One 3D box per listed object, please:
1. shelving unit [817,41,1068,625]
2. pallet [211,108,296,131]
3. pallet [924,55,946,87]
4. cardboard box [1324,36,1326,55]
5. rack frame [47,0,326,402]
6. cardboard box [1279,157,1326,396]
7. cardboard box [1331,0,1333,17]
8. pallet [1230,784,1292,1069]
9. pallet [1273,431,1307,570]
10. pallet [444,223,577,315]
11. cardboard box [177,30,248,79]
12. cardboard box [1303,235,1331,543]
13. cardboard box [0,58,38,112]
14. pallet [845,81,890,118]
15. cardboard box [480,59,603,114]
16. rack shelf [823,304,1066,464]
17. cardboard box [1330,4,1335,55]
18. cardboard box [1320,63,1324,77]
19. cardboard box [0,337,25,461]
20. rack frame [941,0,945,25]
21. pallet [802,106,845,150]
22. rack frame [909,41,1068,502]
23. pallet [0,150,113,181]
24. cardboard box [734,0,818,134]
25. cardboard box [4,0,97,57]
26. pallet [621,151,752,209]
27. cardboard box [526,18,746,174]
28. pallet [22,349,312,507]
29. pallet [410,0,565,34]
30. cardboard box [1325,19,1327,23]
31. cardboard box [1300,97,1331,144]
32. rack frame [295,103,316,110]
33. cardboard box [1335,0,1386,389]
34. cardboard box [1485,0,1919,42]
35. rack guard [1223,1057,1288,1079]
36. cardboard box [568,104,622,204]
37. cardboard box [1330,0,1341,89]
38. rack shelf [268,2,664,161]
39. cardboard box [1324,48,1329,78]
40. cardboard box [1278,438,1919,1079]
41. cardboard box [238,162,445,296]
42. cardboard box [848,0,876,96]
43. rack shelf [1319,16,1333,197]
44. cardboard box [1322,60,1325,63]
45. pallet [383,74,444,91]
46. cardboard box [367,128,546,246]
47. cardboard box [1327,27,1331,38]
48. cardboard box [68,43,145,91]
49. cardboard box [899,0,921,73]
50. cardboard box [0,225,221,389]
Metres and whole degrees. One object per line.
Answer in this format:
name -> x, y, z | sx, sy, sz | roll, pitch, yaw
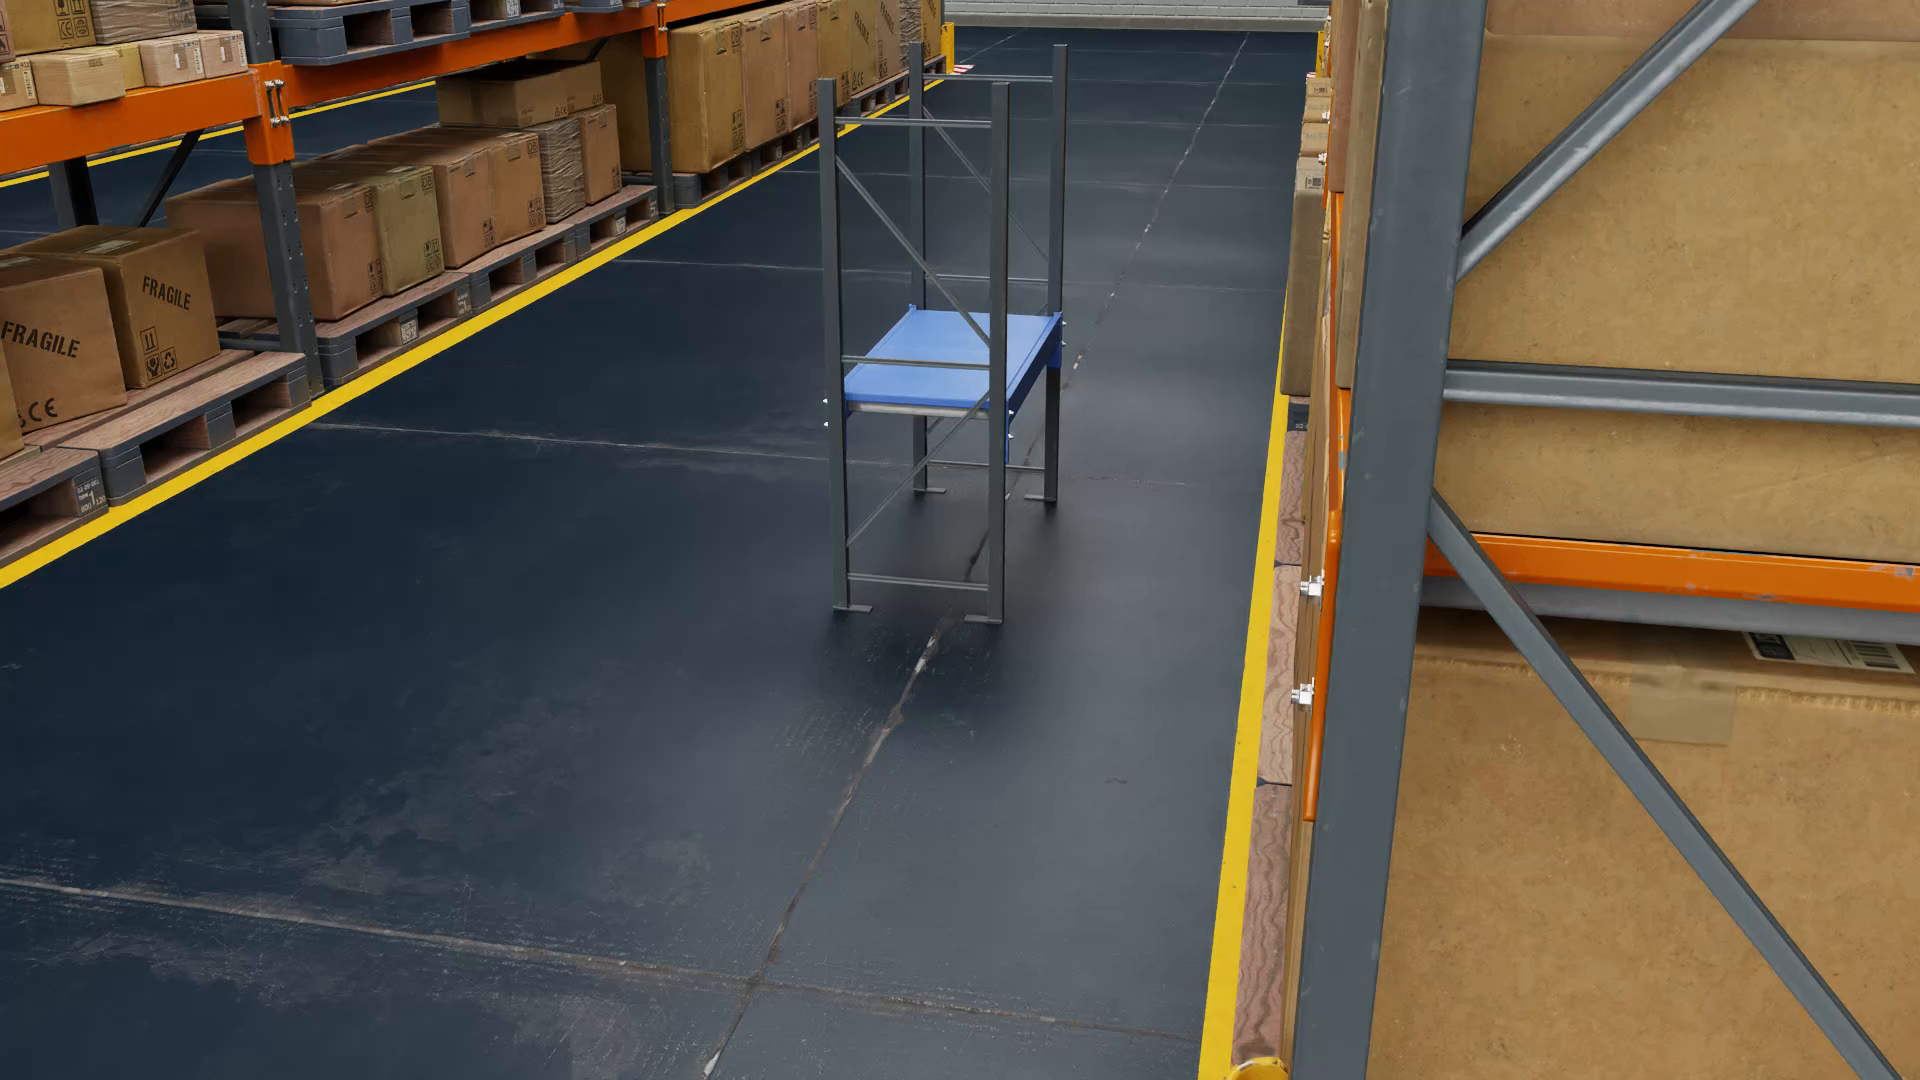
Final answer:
shelving unit -> -0.017, -0.664, 4.996 | 0.538, 1.500, 1.048 | 4, 22, 11
pallet -> -6.527, -3.738, 14.351 | 1.003, 0.211, 1.213 | 4, 22, 11
pallet -> -0.751, -4.803, 16.998 | 1.003, 0.211, 1.213 | 4, 22, 11
cardboard box -> 3.367, -4.298, 14.469 | 0.380, 0.149, 0.250 | 4, 22, 9
rack frame -> -3.113, -2.007, 6.321 | 1.000, 3.000, 0.127 | 4, 22, 11
cardboard box -> 1.761, -0.977, 6.213 | 1.050, 0.750, 0.750 | 4, 22, 11
cardboard box -> 2.082, -2.771, 8.085 | 0.500, 0.500, 0.500 | 4, 22, 10
pallet -> 0.993, 0.866, 2.920 | 1.003, 0.211, 1.213 | 4, 22, 11
pallet -> 1.491, -0.026, 5.136 | 1.003, 0.211, 1.213 | 4, 22, 11
pallet -> -2.708, -1.446, 8.660 | 1.003, 0.211, 1.213 | 4, 22, 11
cardboard box -> -2.869, -1.789, 6.117 | 0.380, 0.149, 0.250 | 4, 22, 11
cardboard box -> 1.345, -0.246, 4.232 | 0.875, 0.875, 0.875 | 5, 22, 11
cardboard box -> -3.161, -1.430, 5.226 | 0.380, 0.149, 0.250 | 4, 22, 11
pallet -> -1.248, -3.911, 14.782 | 1.003, 0.211, 1.213 | 4, 22, 11
cardboard box -> -2.404, -2.615, 9.584 | 0.500, 0.250, 0.500 | 5, 23, 13
rack shelf -> -0.017, -0.498, 5.063 | 0.538, 0.185, 1.000 | 4, 22, 11
cardboard box -> 1.773, -2.219, 6.714 | 0.500, 0.500, 0.500 | 5, 22, 11
cardboard box -> 3.188, -3.866, 13.795 | 0.380, 0.149, 0.250 | 4, 22, 9
cardboard box -> -3.393, -0.456, 5.254 | 0.500, 0.500, 0.500 | 2, 22, 6
rack frame -> -0.664, -6.395, 17.218 | 1.000, 3.000, 0.127 | 4, 22, 11
pallet -> -1.564, -3.351, 13.392 | 1.003, 0.211, 1.213 | 4, 22, 11
rack frame -> 0.086, -0.850, 5.458 | 0.500, 1.500, 0.032 | 4, 22, 11
pallet -> -7.025, -2.845, 12.136 | 1.003, 0.211, 1.213 | 4, 22, 11
cardboard box -> -1.773, -3.579, 12.508 | 1.225, 0.875, 0.875 | 4, 22, 9
cardboard box -> -3.401, -1.851, 5.402 | 0.875, 0.500, 0.500 | 4, 22, 11
pallet -> -2.062, -2.459, 11.176 | 1.003, 0.211, 1.213 | 4, 22, 11
cardboard box -> -2.135, -2.930, 10.895 | 1.225, 0.875, 0.875 | 3, 22, 8
pallet -> -3.215, -0.465, 6.225 | 1.003, 0.211, 1.213 | 4, 22, 11
pallet -> -2.660, -2.654, 8.184 | 1.003, 0.211, 1.213 | 4, 22, 11
cardboard box -> 3.732, -4.963, 16.119 | 0.380, 0.149, 0.250 | 3, 22, 8
cardboard box -> 2.151, -1.670, 7.934 | 1.050, 0.750, 0.750 | 5, 22, 12
rack frame -> -6.329, -5.310, 14.523 | 1.000, 3.000, 0.127 | 4, 22, 11
cardboard box -> 1.028, -0.540, 2.479 | 0.875, 0.550, 0.550 | 4, 22, 11
cardboard box -> 1.020, -0.832, 1.758 | 0.875, 0.550, 0.550 | 4, 22, 11
rack guard -> 0.901, 1.040, 2.103 | 1.175, 0.500, 0.348 | 4, 22, 11
cardboard box -> -2.414, -2.268, 9.726 | 0.700, 0.500, 0.500 | 3, 22, 8
cardboard box -> 1.567, -1.849, 5.796 | 0.500, 0.500, 0.500 | 4, 22, 11
rack shelf -> -2.704, -2.404, 8.272 | 1.077, 0.370, 4.000 | 4, 22, 11
cardboard box -> 2.514, -2.893, 10.302 | 0.500, 0.250, 0.500 | 5, 22, 12
cardboard box -> 0.980, 0.409, 2.605 | 0.875, 0.875, 0.875 | 5, 22, 11
cardboard box -> -2.850, -1.447, 7.689 | 0.700, 0.500, 0.500 | 4, 22, 11
cardboard box -> -1.267, -4.377, 14.488 | 0.875, 0.875, 0.875 | 4, 22, 11
rack shelf -> 2.131, -1.989, 7.241 | 1.077, 0.370, 4.000 | 4, 22, 11
cardboard box -> 3.574, -4.407, 15.535 | 0.380, 0.149, 0.250 | 5, 22, 12
pallet -> -5.970, -4.736, 16.830 | 1.003, 0.211, 1.213 | 4, 22, 11
cardboard box -> -2.623, -1.856, 8.704 | 0.700, 0.500, 0.500 | 6, 23, 15
cardboard box -> 2.839, -3.456, 11.698 | 0.500, 0.250, 0.500 | 5, 22, 12
cardboard box -> -3.039, -1.612, 5.676 | 0.380, 0.149, 0.250 | 4, 22, 11
cardboard box -> -0.902, -5.032, 16.114 | 0.875, 0.875, 0.875 | 4, 22, 11
cardboard box -> -3.233, -0.899, 6.354 | 0.500, 0.500, 0.500 | 4, 22, 9
